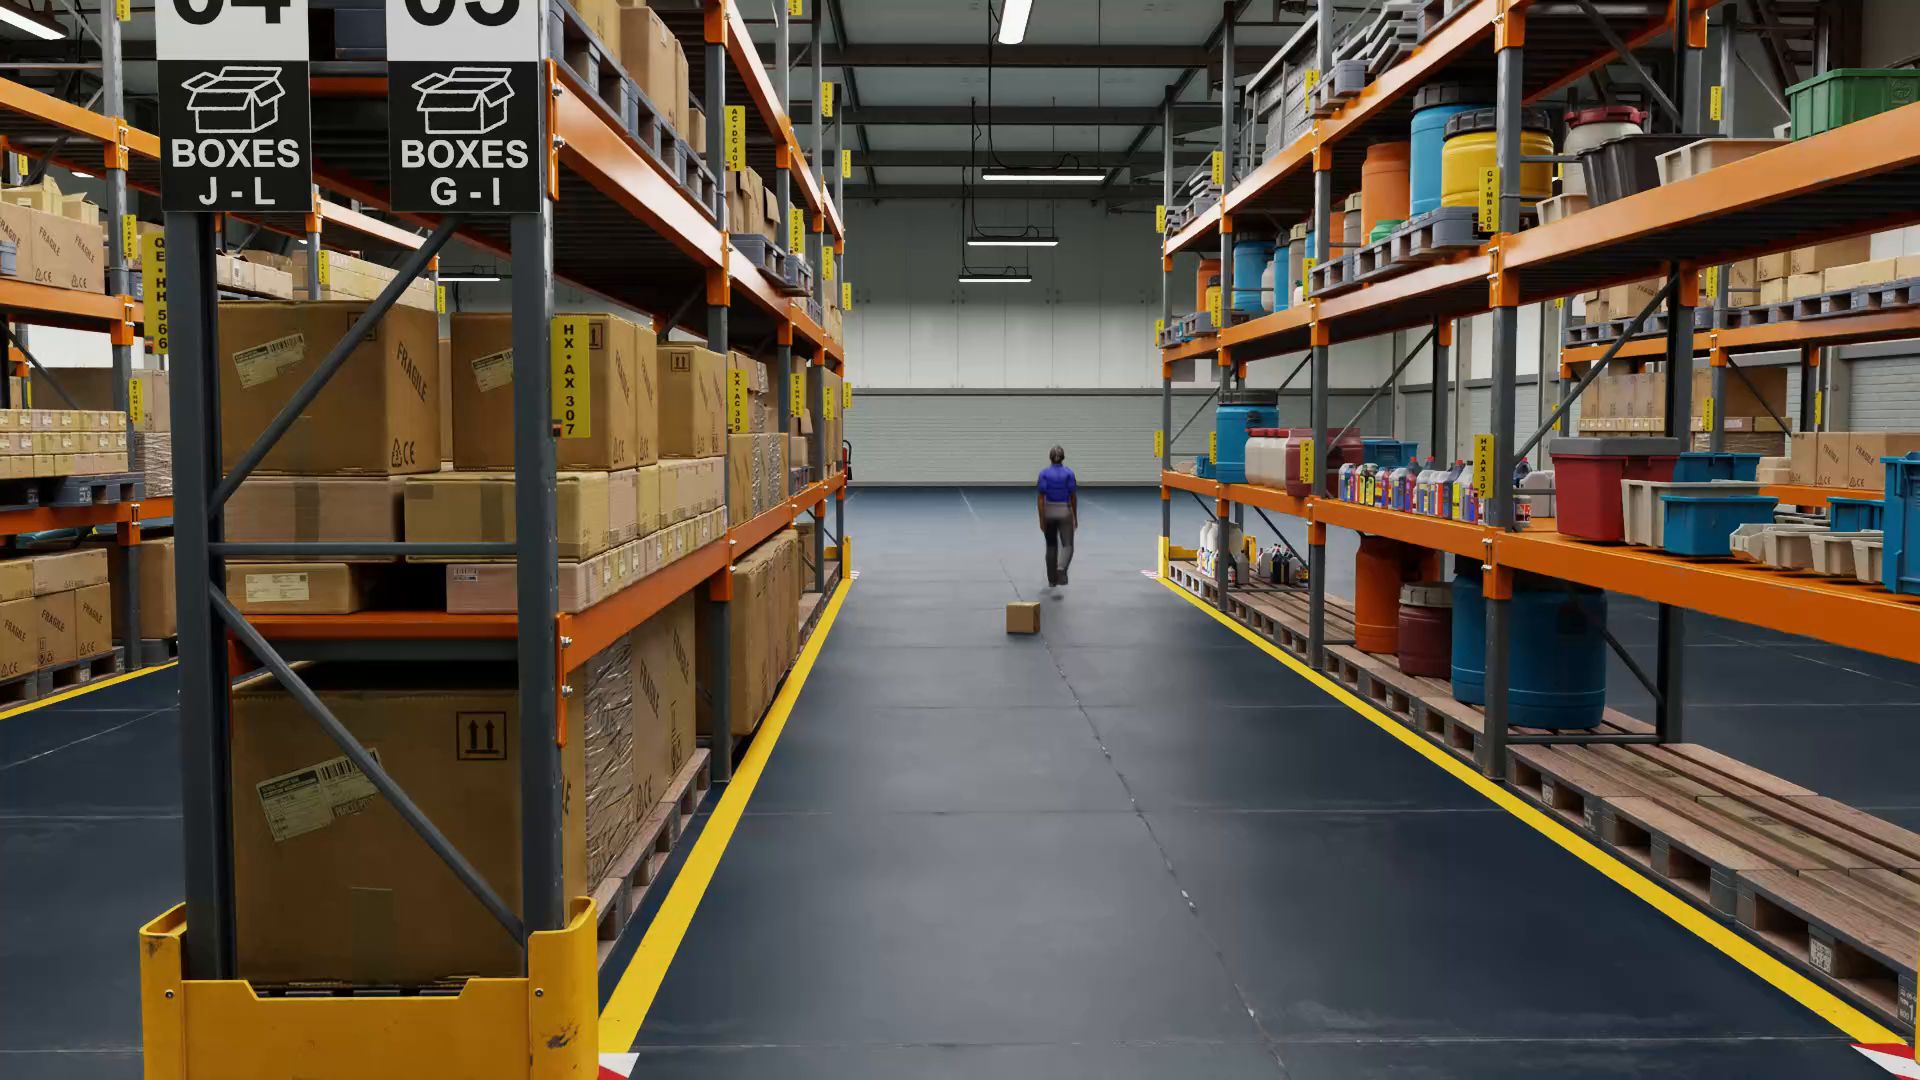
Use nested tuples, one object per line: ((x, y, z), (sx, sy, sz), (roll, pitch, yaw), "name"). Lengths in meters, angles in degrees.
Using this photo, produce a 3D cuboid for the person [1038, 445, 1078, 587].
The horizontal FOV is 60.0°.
((1.097, -0.252, 18.749), (0.432, 1.600, 0.817), (1, 4, 13), "person")
